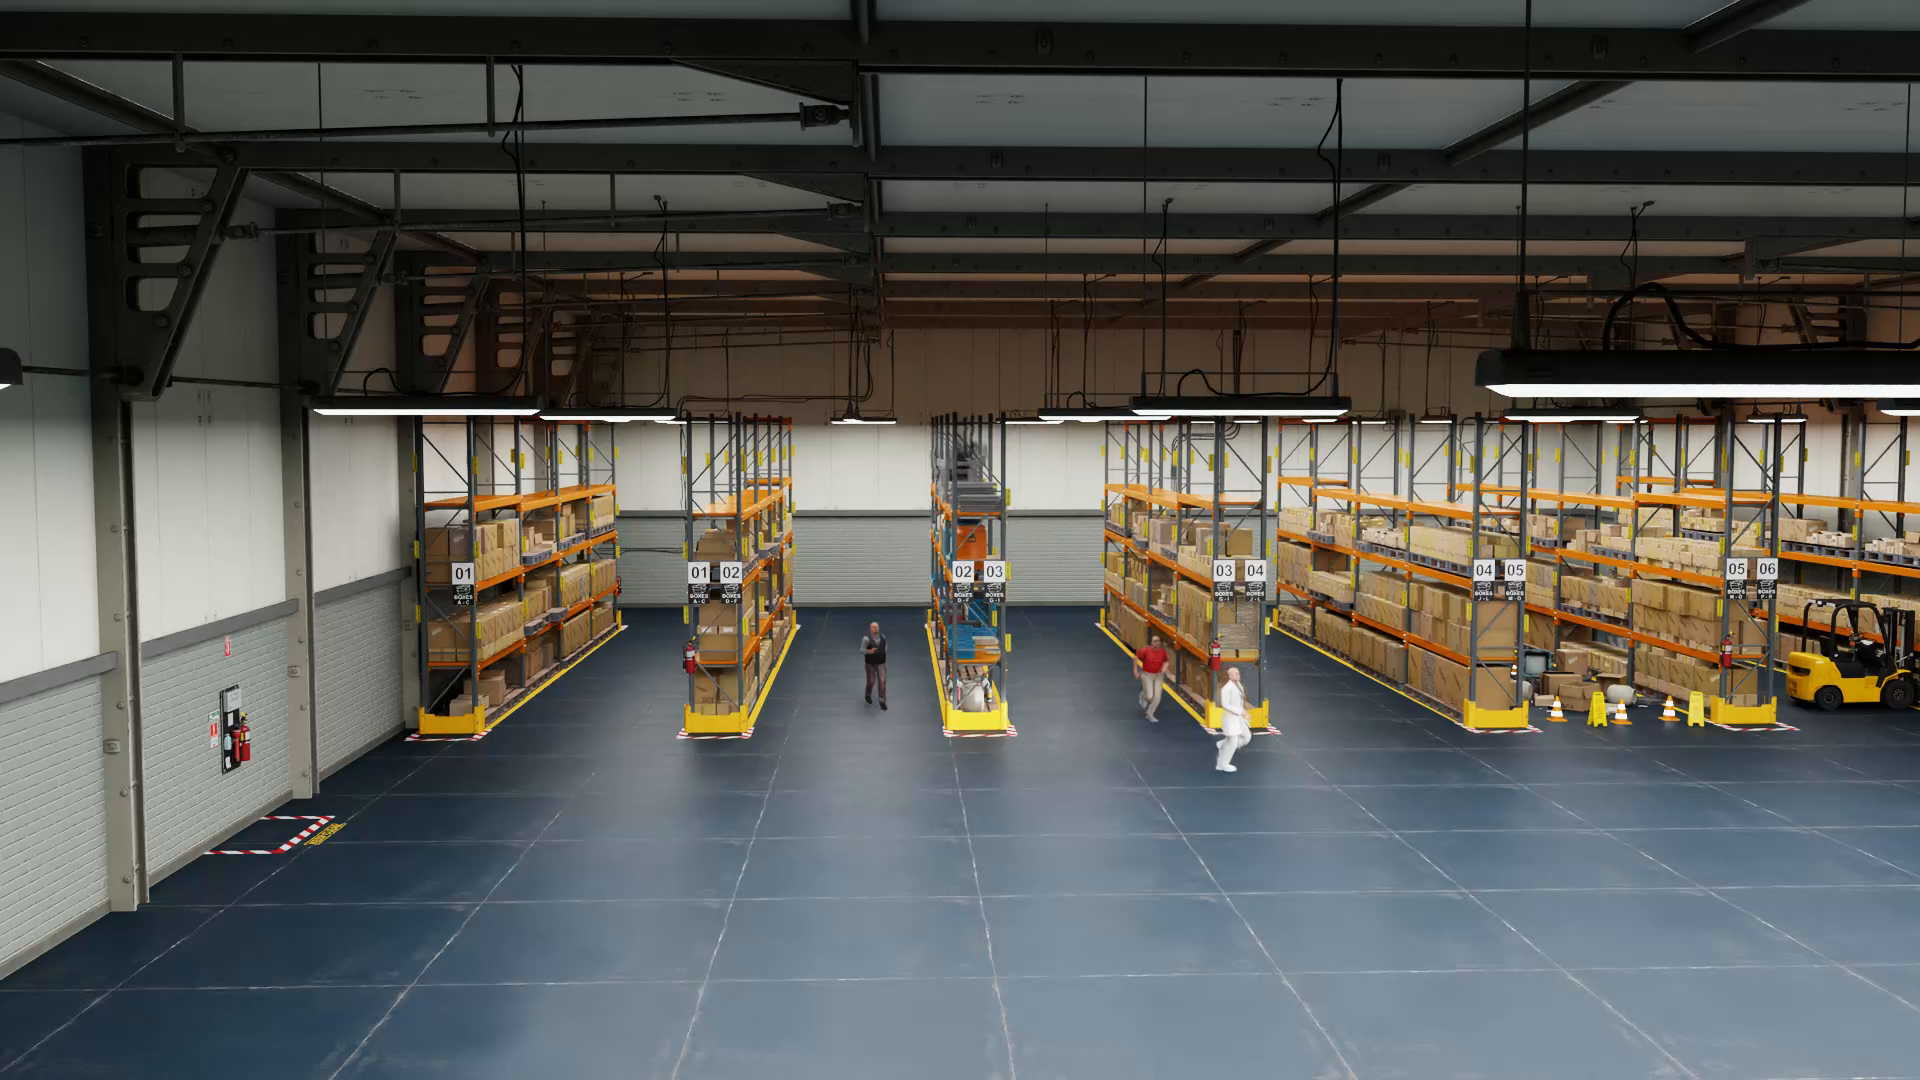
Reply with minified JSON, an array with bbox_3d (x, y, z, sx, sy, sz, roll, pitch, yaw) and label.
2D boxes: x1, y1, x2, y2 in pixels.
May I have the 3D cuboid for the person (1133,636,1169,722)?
[{"bbox_3d":[3.736,2.697,32.456,0.698,1.680,0.708,-1,4,-14],"label":"person"}]

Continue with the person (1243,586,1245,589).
[{"bbox_3d":[7.911,1.810,45.258,0.661,1.718,0.921,-1,4,-9],"label":"person"}]

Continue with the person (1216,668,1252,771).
[{"bbox_3d":[4.570,2.973,27.613,0.690,1.732,0.747,3,5,35],"label":"person"}]

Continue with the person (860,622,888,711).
[{"bbox_3d":[-1.731,2.541,33.811,0.656,1.740,0.914,-1,4,-20],"label":"person"}]

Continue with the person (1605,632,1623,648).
[{"bbox_3d":[16.360,2.087,41.541,0.626,1.653,0.637,0,4,0],"label":"person"}]
